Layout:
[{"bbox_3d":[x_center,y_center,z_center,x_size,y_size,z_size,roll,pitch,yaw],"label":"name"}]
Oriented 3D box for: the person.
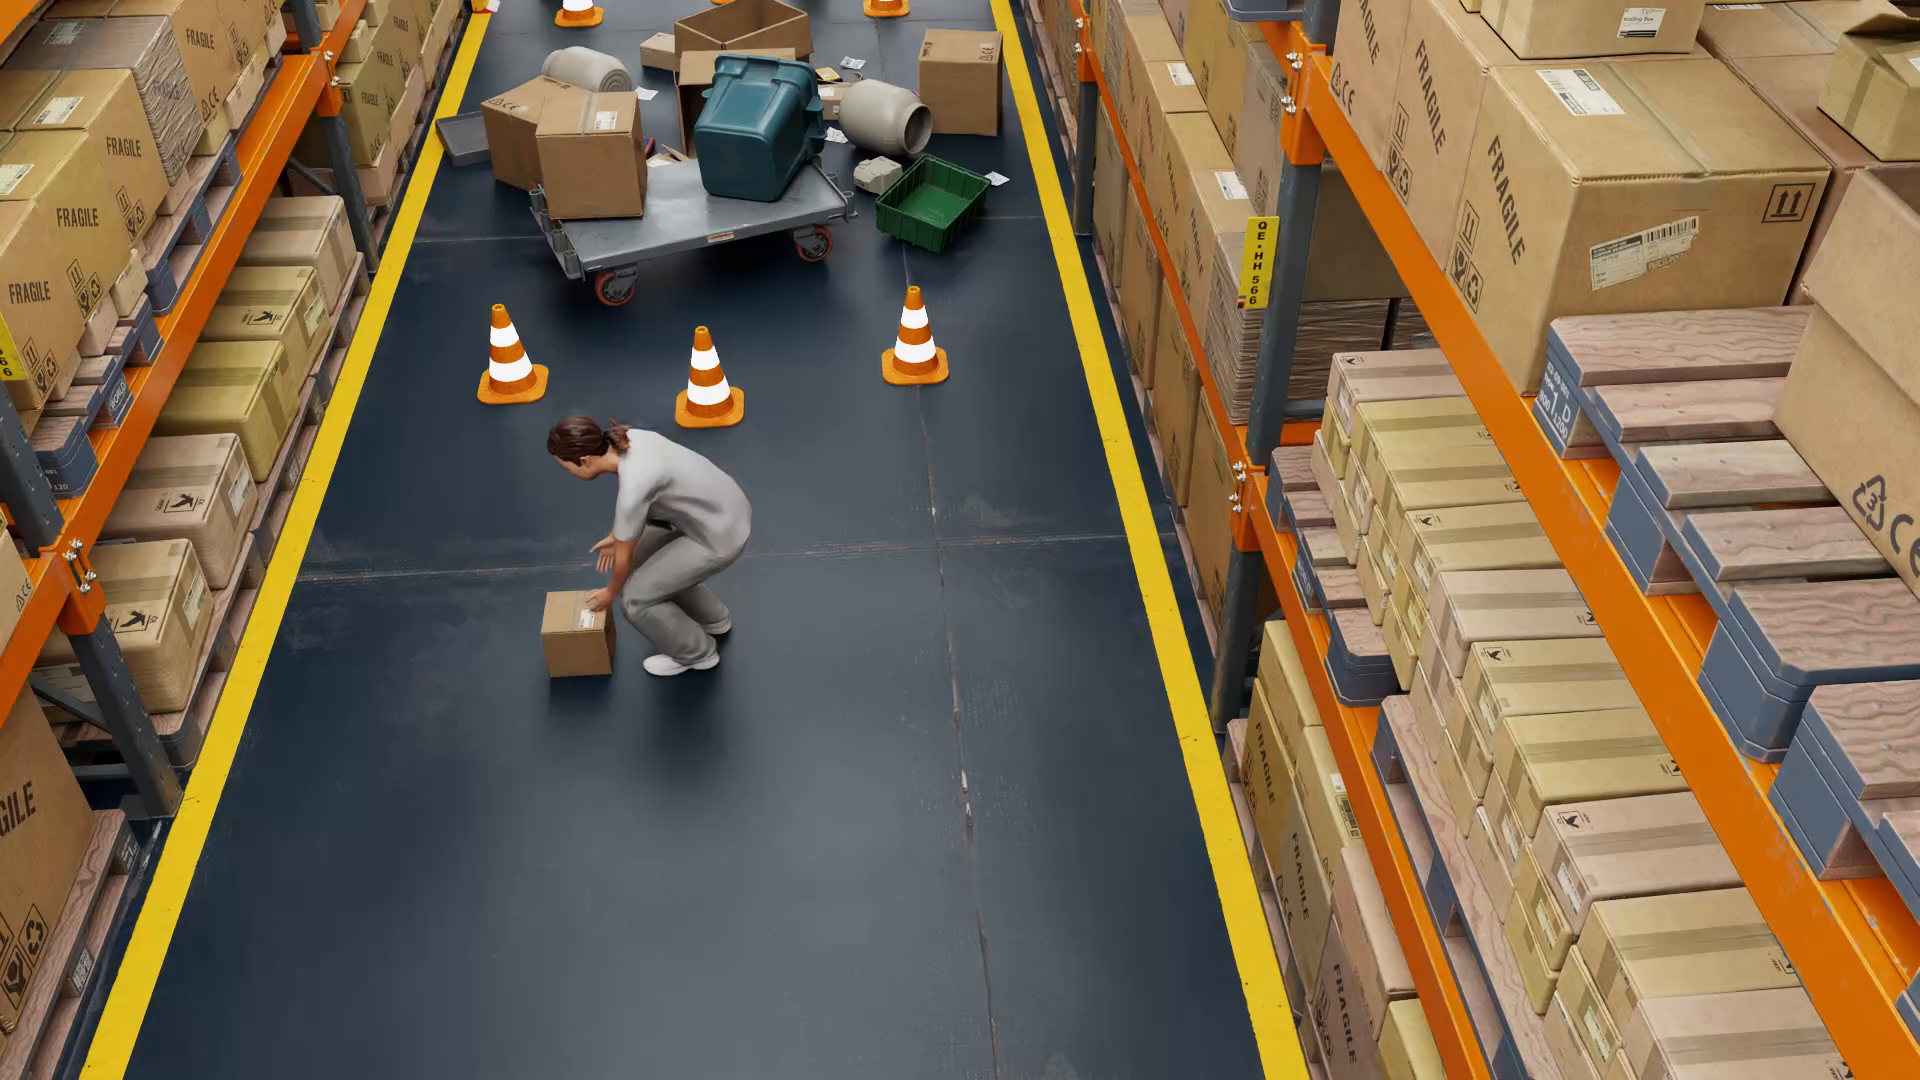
[{"bbox_3d":[-1.173,0.005,6.516,0.720,1.216,0.495,-3,39,-4],"label":"person"}]
